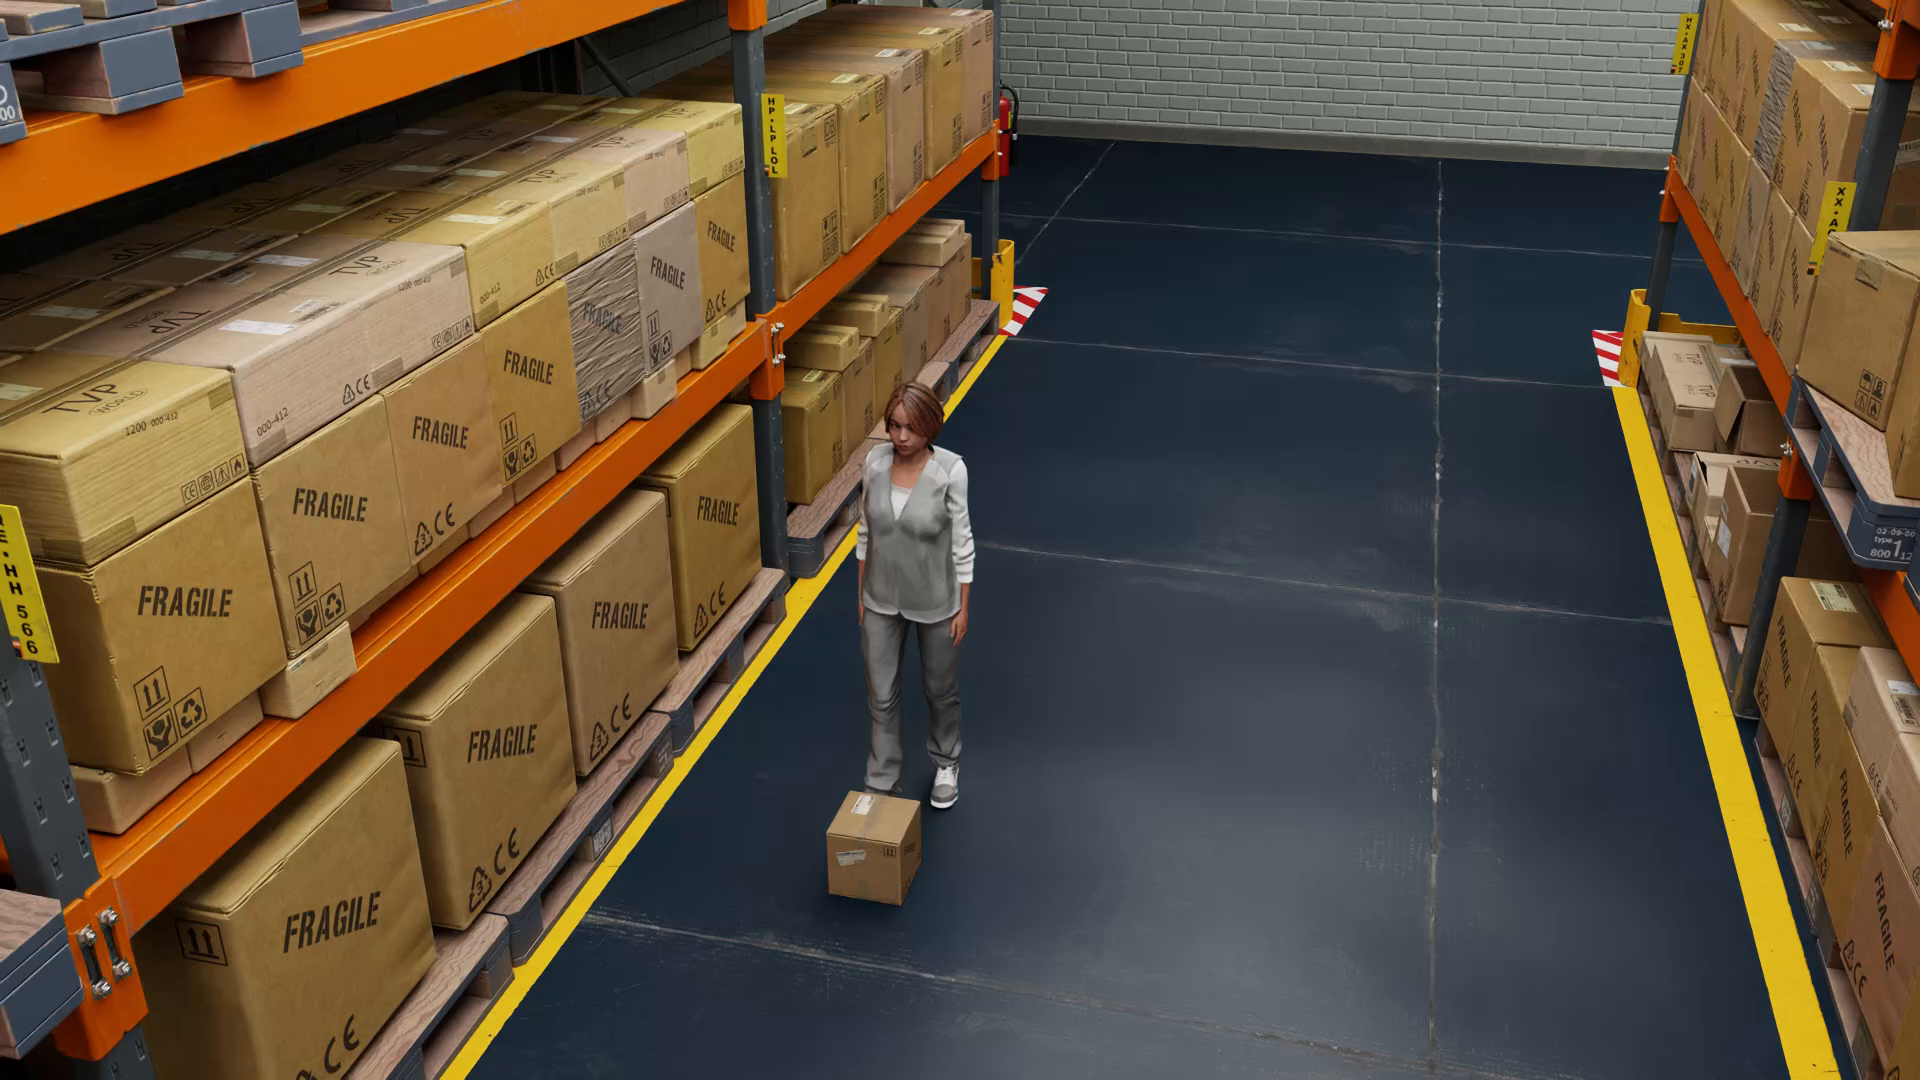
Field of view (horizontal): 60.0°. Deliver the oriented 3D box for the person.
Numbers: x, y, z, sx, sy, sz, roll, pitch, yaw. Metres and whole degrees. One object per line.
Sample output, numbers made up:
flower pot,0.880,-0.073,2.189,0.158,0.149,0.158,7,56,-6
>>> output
person,-0.170,0.242,5.616,0.415,1.602,0.563,7,27,15
